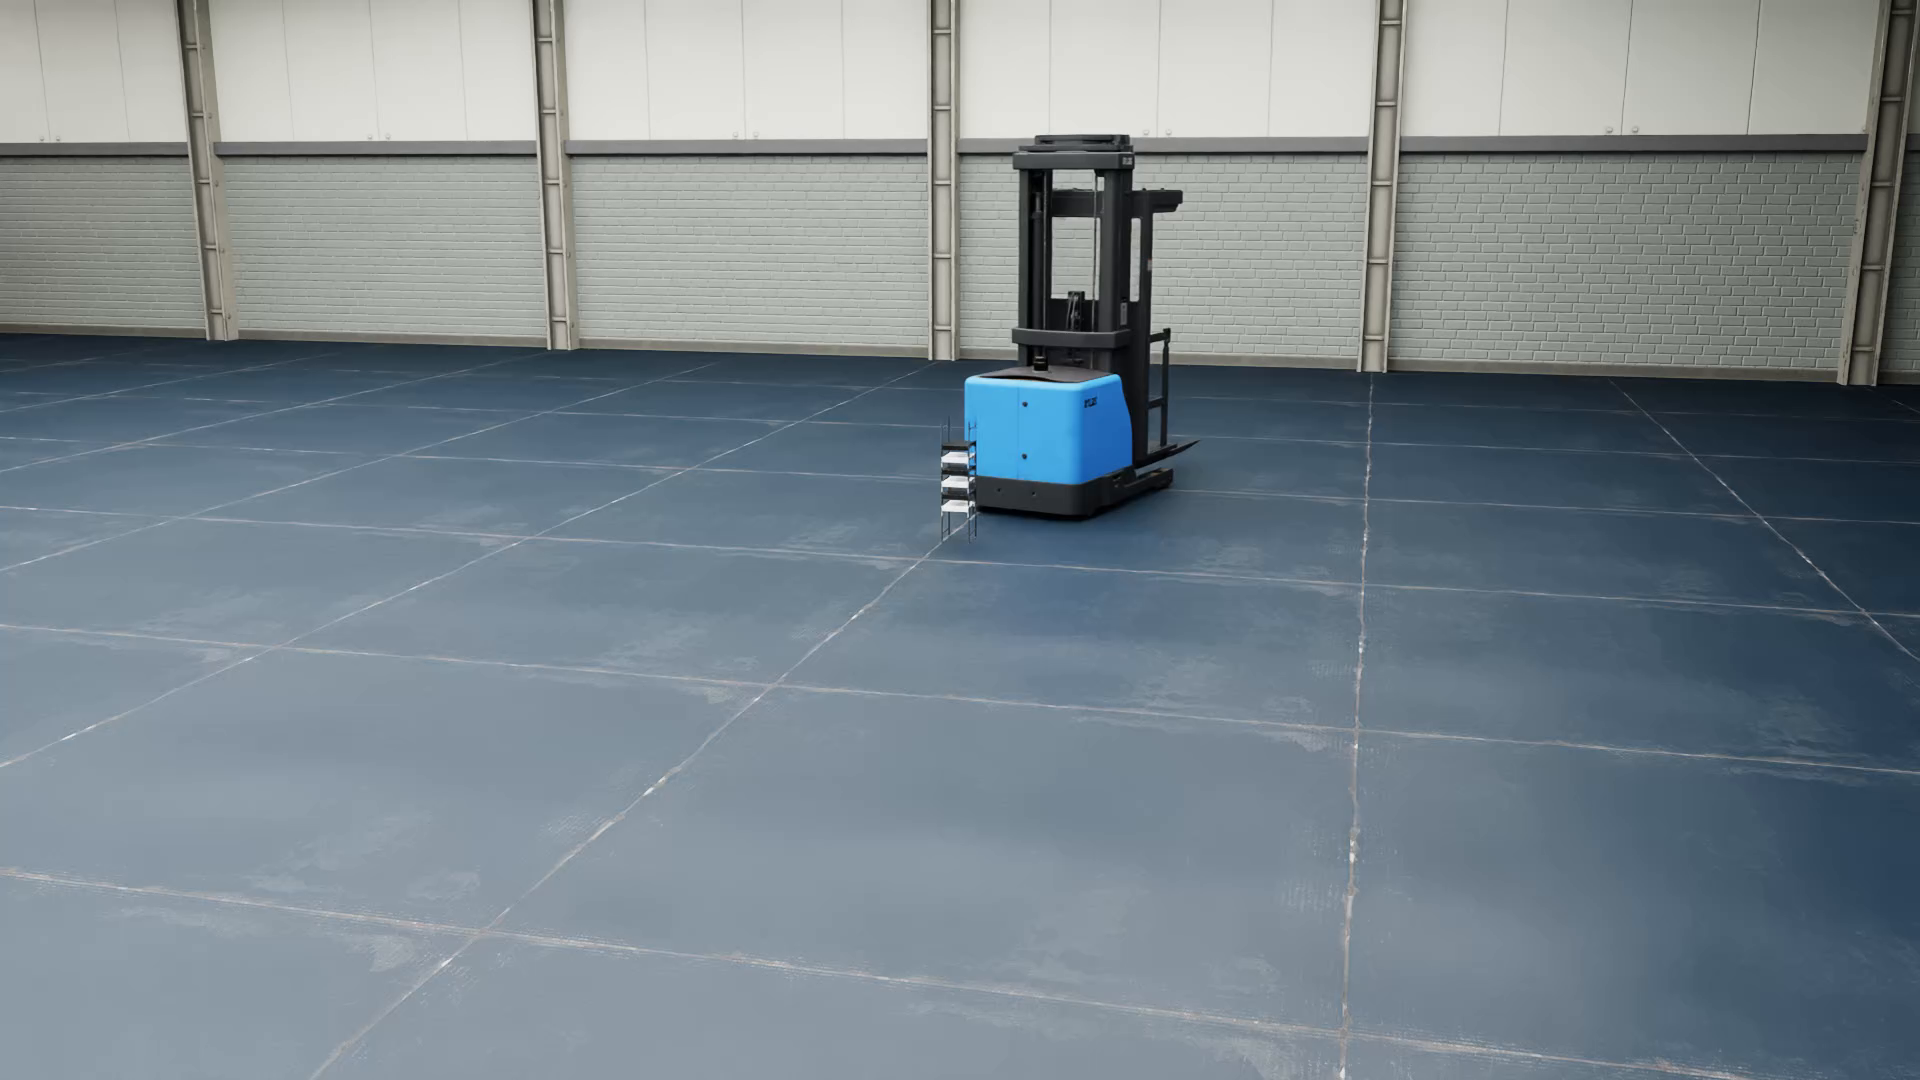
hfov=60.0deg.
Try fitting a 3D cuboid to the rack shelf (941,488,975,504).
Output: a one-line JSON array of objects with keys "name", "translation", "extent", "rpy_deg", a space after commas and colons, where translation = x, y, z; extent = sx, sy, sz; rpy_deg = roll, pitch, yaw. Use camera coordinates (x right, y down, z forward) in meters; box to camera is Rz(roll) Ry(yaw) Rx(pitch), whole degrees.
[{"name": "rack shelf", "translation": [-0.008, -0.319, 12.165], "extent": [0.200, 0.077, 0.258], "rpy_deg": [3, 13, 14]}]

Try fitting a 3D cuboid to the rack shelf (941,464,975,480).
[{"name": "rack shelf", "translation": [-0.008, -0.495, 12.126], "extent": [0.200, 0.077, 0.258], "rpy_deg": [3, 13, 14]}]

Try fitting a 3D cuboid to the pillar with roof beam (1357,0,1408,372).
[{"name": "pillar with roof beam", "translation": [4.567, -5.787, 17.543], "extent": [0.400, 9.000, 9.100], "rpy_deg": [3, 13, 14]}]

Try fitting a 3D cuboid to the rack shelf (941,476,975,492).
[{"name": "rack shelf", "translation": [-0.008, -0.407, 12.145], "extent": [0.200, 0.077, 0.258], "rpy_deg": [3, 13, 14]}]

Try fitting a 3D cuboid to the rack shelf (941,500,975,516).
[{"name": "rack shelf", "translation": [-0.008, -0.231, 12.184], "extent": [0.200, 0.077, 0.258], "rpy_deg": [3, 13, 14]}]

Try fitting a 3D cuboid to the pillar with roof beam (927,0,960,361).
[{"name": "pillar with roof beam", "translation": [-1.259, -6.099, 18.947], "extent": [0.400, 9.000, 9.100], "rpy_deg": [3, 13, 14]}]

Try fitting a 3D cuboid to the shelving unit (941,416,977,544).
[{"name": "shelving unit", "translation": [-0.008, -0.440, 12.138], "extent": [0.210, 0.900, 0.258], "rpy_deg": [3, 13, 14]}]

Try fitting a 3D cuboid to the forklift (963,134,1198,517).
[{"name": "forklift", "translation": [1.176, -1.883, 13.956], "extent": [1.130, 2.935, 3.031], "rpy_deg": [7, 14, 28]}]

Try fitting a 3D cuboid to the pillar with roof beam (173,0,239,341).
[{"name": "pillar with roof beam", "translation": [-12.909, -6.721, 21.753], "extent": [0.400, 9.000, 9.100], "rpy_deg": [3, 13, 14]}]

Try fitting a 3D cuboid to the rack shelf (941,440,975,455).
[{"name": "rack shelf", "translation": [-0.008, -0.671, 12.087], "extent": [0.200, 0.077, 0.258], "rpy_deg": [3, 13, 14]}]

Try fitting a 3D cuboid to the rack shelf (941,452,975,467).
[{"name": "rack shelf", "translation": [-0.008, -0.583, 12.106], "extent": [0.200, 0.077, 0.258], "rpy_deg": [3, 13, 14]}]

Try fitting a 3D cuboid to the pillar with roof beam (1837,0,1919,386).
[{"name": "pillar with roof beam", "translation": [10.392, -5.476, 16.140], "extent": [0.400, 9.000, 9.100], "rpy_deg": [3, 13, 14]}]

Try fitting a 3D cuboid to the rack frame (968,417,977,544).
[{"name": "rack frame", "translation": [0.091, -0.434, 12.114], "extent": [0.006, 0.900, 0.240], "rpy_deg": [3, 13, 14]}]

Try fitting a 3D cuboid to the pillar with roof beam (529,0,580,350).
[{"name": "pillar with roof beam", "translation": [-7.084, -6.410, 20.350], "extent": [0.400, 9.000, 9.100], "rpy_deg": [3, 13, 14]}]

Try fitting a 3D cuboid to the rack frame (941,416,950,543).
[{"name": "rack frame", "translation": [-0.107, -0.445, 12.162], "extent": [0.006, 0.900, 0.240], "rpy_deg": [3, 13, 14]}]
